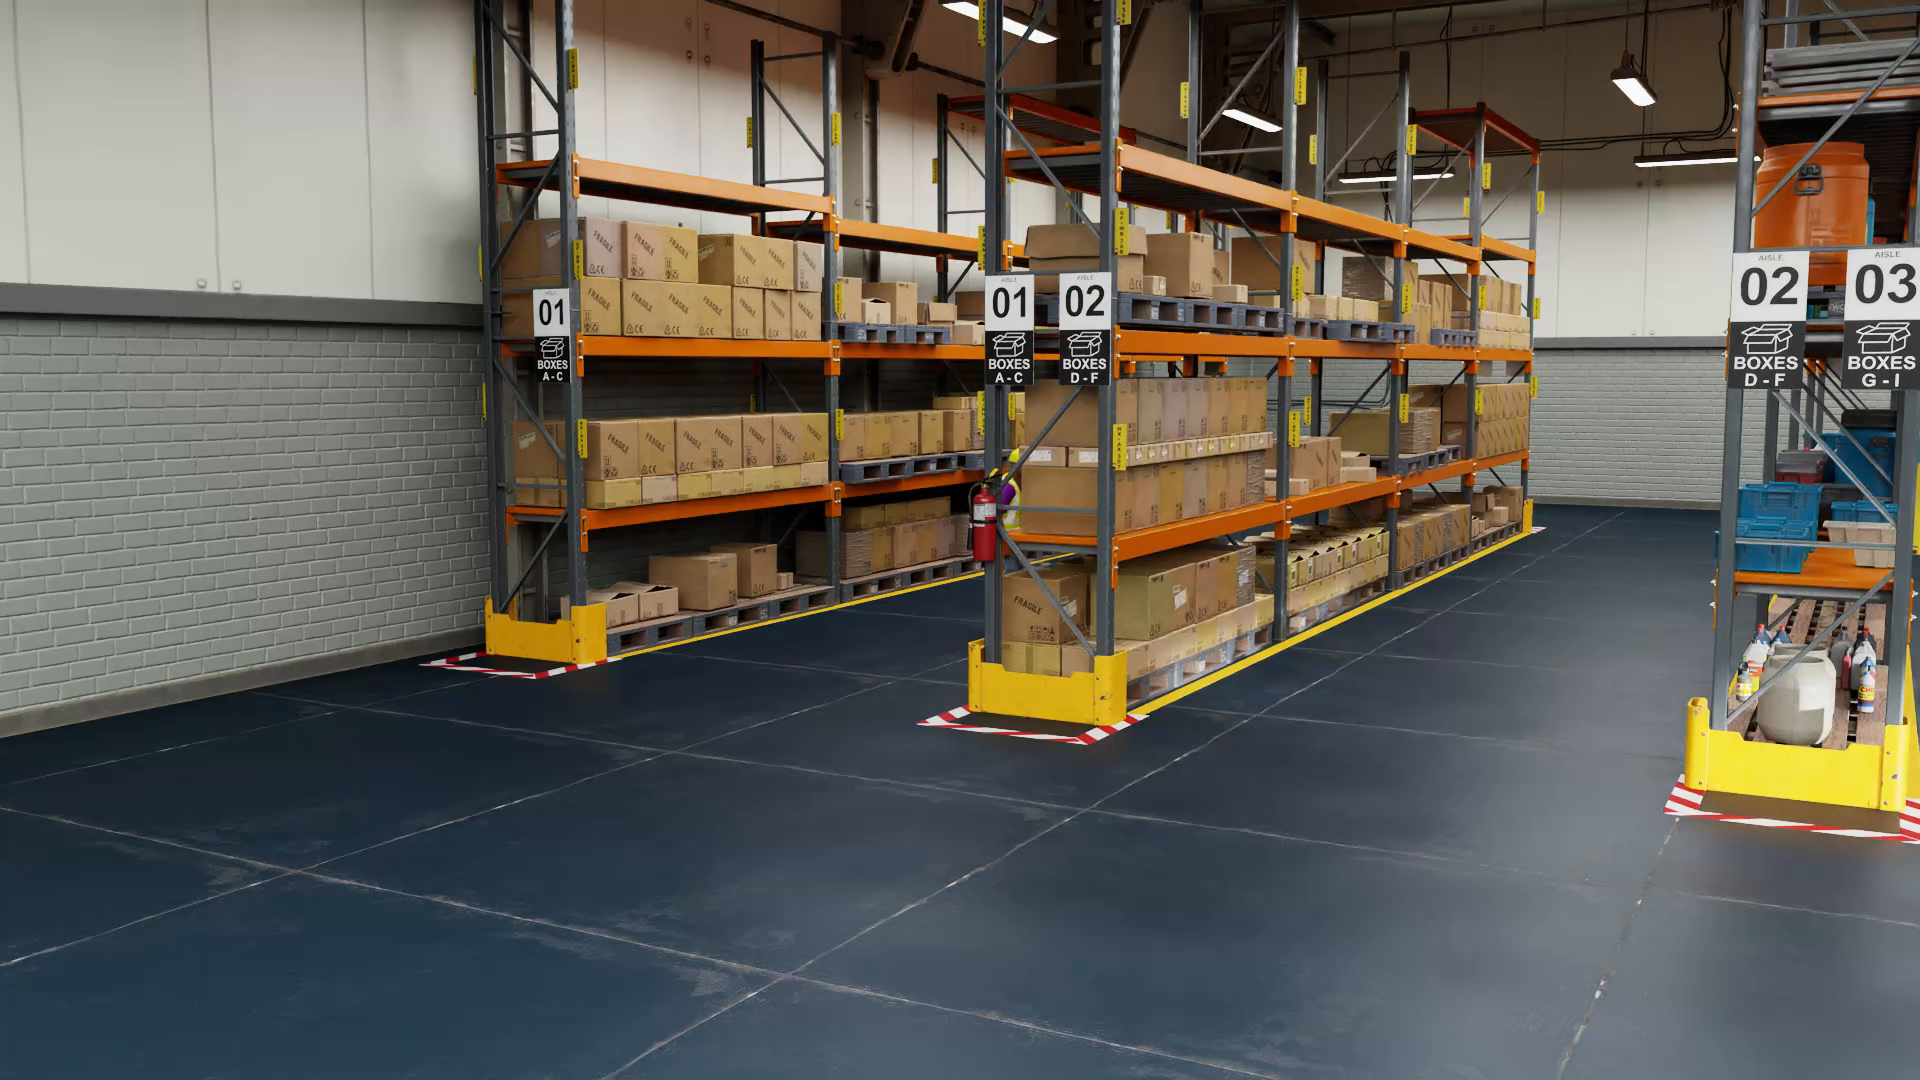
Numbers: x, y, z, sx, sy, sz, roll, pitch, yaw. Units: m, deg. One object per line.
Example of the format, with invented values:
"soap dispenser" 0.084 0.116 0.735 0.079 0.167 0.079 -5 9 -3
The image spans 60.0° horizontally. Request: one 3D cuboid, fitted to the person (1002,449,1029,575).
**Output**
"person" 0.523 -0.008 16.134 0.461 1.759 0.621 3 7 26
